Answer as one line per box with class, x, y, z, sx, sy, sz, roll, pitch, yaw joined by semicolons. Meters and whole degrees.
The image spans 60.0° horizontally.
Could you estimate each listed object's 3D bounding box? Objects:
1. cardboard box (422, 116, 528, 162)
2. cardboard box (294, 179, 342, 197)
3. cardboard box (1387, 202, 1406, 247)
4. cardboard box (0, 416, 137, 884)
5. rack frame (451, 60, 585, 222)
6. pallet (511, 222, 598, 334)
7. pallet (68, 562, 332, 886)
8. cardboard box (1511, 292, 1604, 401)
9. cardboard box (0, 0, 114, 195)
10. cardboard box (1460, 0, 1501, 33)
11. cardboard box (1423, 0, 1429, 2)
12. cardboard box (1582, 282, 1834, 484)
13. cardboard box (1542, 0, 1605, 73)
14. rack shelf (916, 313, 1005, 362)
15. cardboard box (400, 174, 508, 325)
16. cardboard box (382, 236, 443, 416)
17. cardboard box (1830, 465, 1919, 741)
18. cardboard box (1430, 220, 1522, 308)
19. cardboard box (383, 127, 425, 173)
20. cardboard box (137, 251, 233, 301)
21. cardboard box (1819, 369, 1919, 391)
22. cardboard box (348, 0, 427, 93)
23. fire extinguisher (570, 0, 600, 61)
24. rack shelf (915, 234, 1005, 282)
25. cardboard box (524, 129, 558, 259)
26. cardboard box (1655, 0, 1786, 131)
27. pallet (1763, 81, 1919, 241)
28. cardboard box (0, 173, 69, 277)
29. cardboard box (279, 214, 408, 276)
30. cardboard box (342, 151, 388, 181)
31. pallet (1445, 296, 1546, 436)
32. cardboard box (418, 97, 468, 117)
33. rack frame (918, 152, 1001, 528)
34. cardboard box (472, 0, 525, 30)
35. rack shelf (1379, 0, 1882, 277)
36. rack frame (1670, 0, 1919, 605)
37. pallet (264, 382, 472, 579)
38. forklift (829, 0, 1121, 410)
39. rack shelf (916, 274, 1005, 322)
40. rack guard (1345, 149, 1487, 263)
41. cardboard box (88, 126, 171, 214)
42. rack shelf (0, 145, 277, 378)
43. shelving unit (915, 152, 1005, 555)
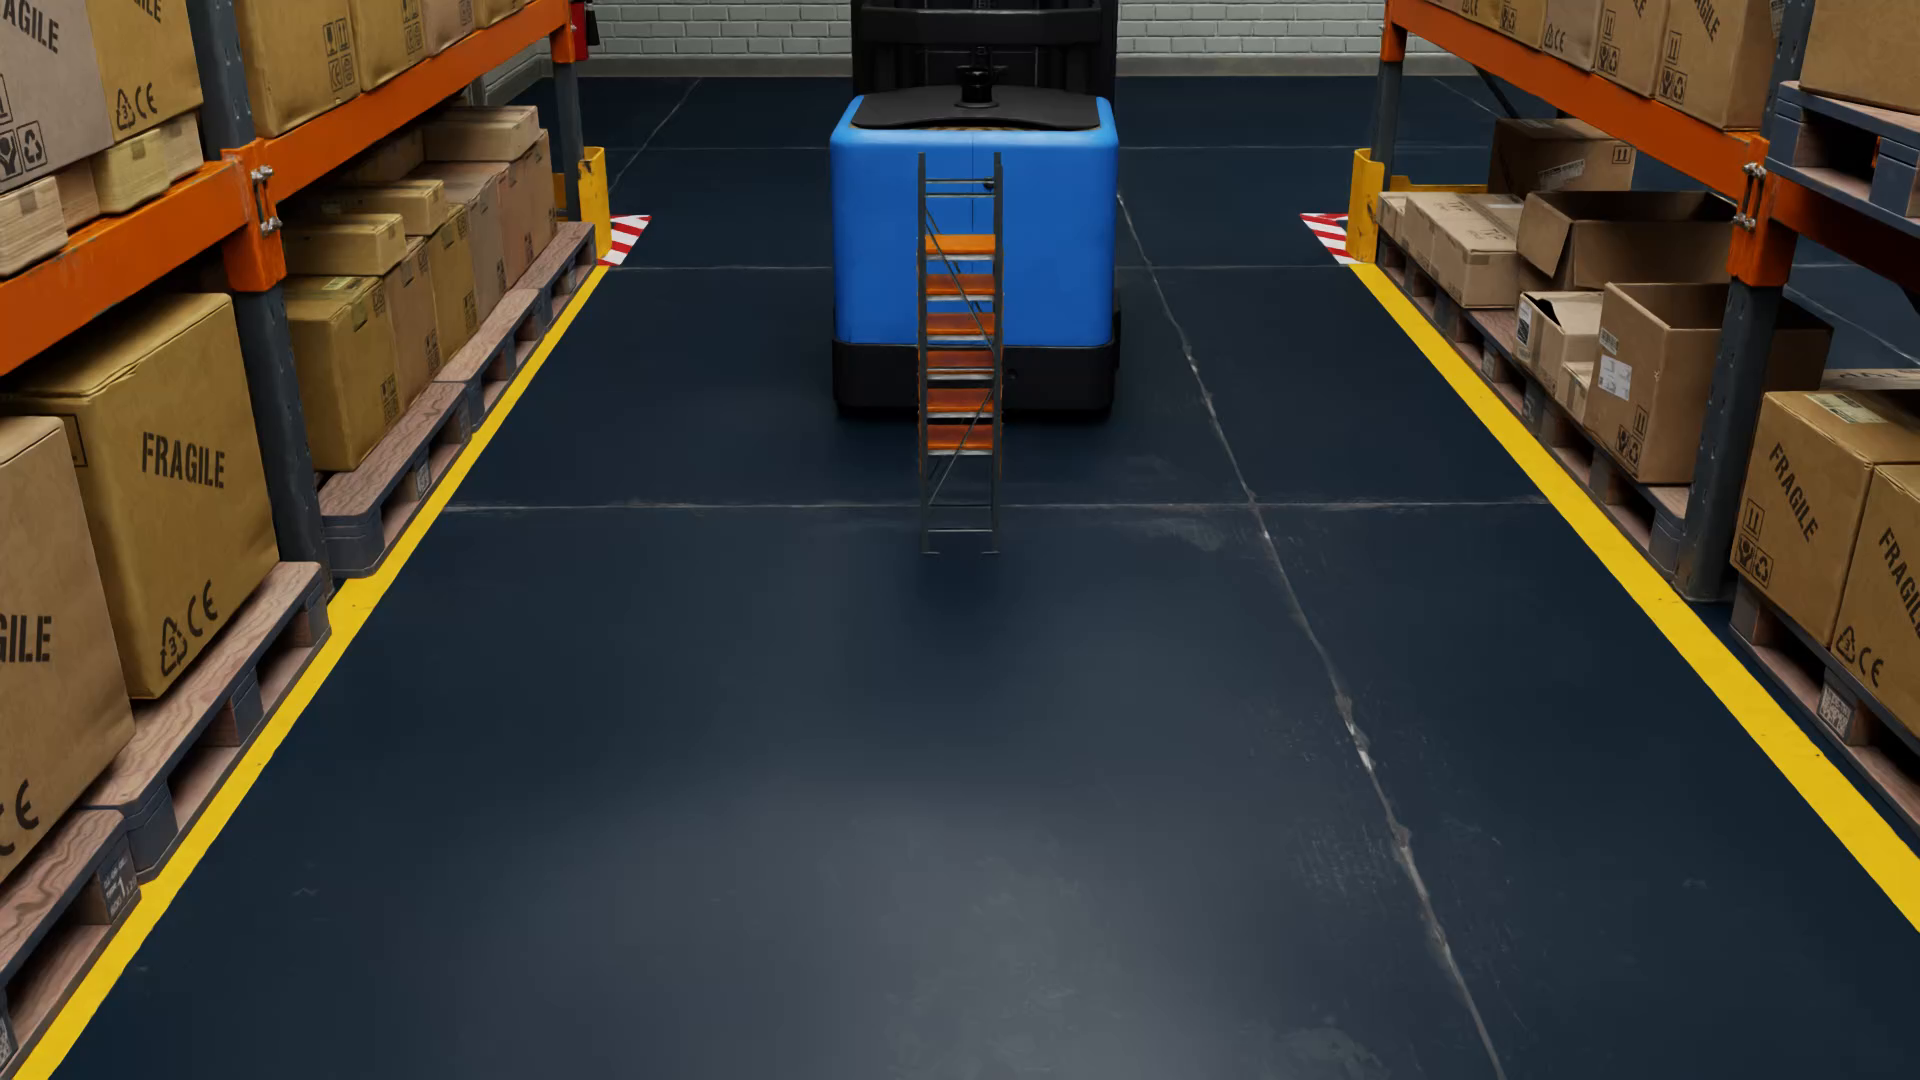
cardboard box;-2.089;-1.733;7.178;0.380;0.149;0.250;0;24;1
cardboard box;-2.456;-1.208;6.017;0.380;0.149;0.250;0;24;0
cardboard box;2.233;-1.486;7.801;0.380;0.166;0.250;0;24;-1
cardboard box;-2.191;0.240;3.179;0.750;0.750;0.750;0;24;1
rack frame;-2.384;-2.830;7.868;1.000;3.000;0.127;0;24;-1
pallet;-2.297;-1.230;7.715;1.003;0.211;1.213;0;24;-1
pallet;-2.257;0.406;4.096;1.003;0.211;1.213;0;24;-1
cardboard box;2.315;-0.724;5.939;0.500;0.311;0.500;0;24;-1
cardboard box;-2.068;-0.973;3.254;0.500;0.500;0.500;0;24;0
cardboard box;2.324;-2.296;6.565;0.500;0.500;0.500;0;24;-1
cardboard box;2.310;-2.716;7.493;0.500;0.500;0.500;0;24;1
cardboard box;2.323;-0.501;5.217;0.500;0.500;0.500;0;24;-1
cardboard box;2.336;-1.880;5.646;0.500;0.500;0.500;0;24;1
rack shelf;0.000;-0.610;4.958;0.258;0.103;0.180;0;24;-1
cardboard box;-2.265;-1.181;6.745;0.700;0.500;0.500;-1;24;-2
cardboard box;-2.248;-0.750;5.792;0.700;0.500;0.500;0;24;-1
cardboard box;2.391;0.153;3.771;0.500;0.500;0.500;0;24;0
cardboard box;2.302;-1.164;6.987;0.500;0.250;0.500;0;24;-1
cardboard box;-2.469;-1.629;6.948;0.380;0.149;0.250;0;24;0
cardboard box;-2.443;-0.778;5.066;0.380;0.149;0.250;0;24;-1
cardboard box;2.825;-0.355;5.124;0.500;0.311;0.500;0;24;-1
cardboard box;-2.333;-1.843;5.321;0.980;0.700;0.700;-1;24;-2
fire extinguisher;-1.924;-2.689;8.102;0.296;0.674;0.183;0;24;-1
rack shelf;0.000;-0.828;4.860;0.258;0.103;0.180;0;24;-1
cardboard box;-2.277;-1.595;7.659;0.700;0.500;0.500;0;24;-1
cardboard box;2.351;-1.456;4.708;0.500;0.500;0.500;0;24;0
pallet;2.512;-0.788;3.586;1.003;0.211;1.213;0;24;-1
cardboard box;-2.008;-0.619;3.259;0.380;0.149;0.250;0;24;-1
cardboard box;-2.067;-0.980;5.514;0.380;0.149;0.250;1;24;1
cardboard box;-2.462;-1.418;6.483;0.380;0.149;0.250;0;24;0
pallet;2.590;-0.722;6.591;1.003;0.211;1.213;0;24;-1
cardboard box;-2.478;-1.941;7.638;0.380;0.149;0.250;0;24;0
rack frame;-0.001;-0.578;5.073;0.240;1.200;0.006;0;24;-1
cardboard box;-2.350;-2.457;6.679;0.980;0.700;0.700;0;24;-1
rack shelf;2.591;-1.702;6.246;1.077;0.370;4.000;0;24;-1
rack frame;2.613;-1.206;4.276;1.000;3.000;0.127;0;24;-1
pallet;-2.271;-0.225;5.491;1.003;0.211;1.213;0;24;-1
forklift;0.110;-2.381;6.957;1.130;2.935;3.031;1;24;2
rack shelf;0.000;-0.719;4.909;0.258;0.103;0.180;0;24;-1
rack guard;2.570;-1.684;8.366;1.175;0.500;0.348;0;24;-1
cardboard box;-2.027;-0.835;3.736;0.380;0.149;0.250;0;24;0
rack shelf;-2.319;-0.030;2.549;1.077;0.370;4.000;0;24;-1
shelving unit;0.000;-0.541;4.990;0.258;1.200;0.189;0;24;-1
